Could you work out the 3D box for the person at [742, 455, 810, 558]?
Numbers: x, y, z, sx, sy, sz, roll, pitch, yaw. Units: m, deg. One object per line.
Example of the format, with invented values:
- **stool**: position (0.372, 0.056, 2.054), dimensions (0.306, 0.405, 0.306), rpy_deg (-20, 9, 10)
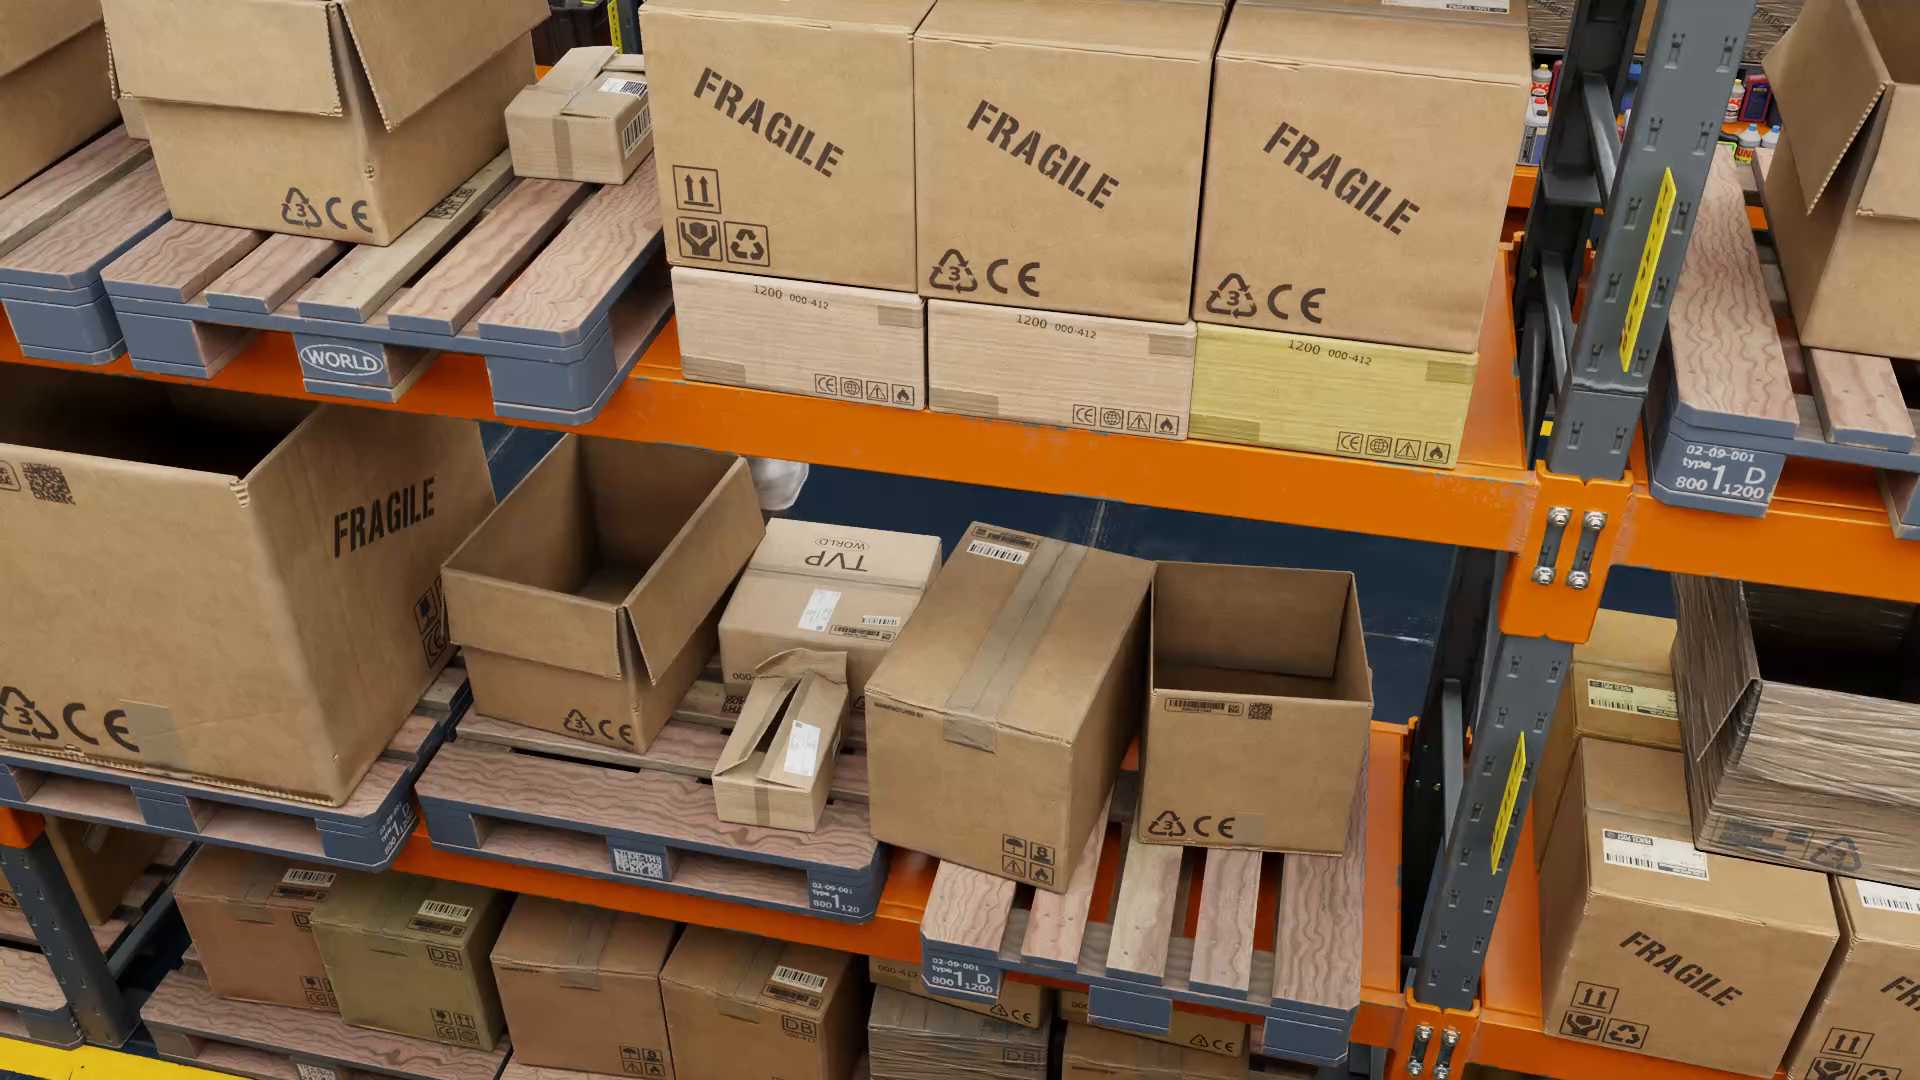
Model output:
- **person**: position (-0.810, -0.242, 6.454), dimensions (0.461, 1.771, 0.580), rpy_deg (8, 37, 10)
